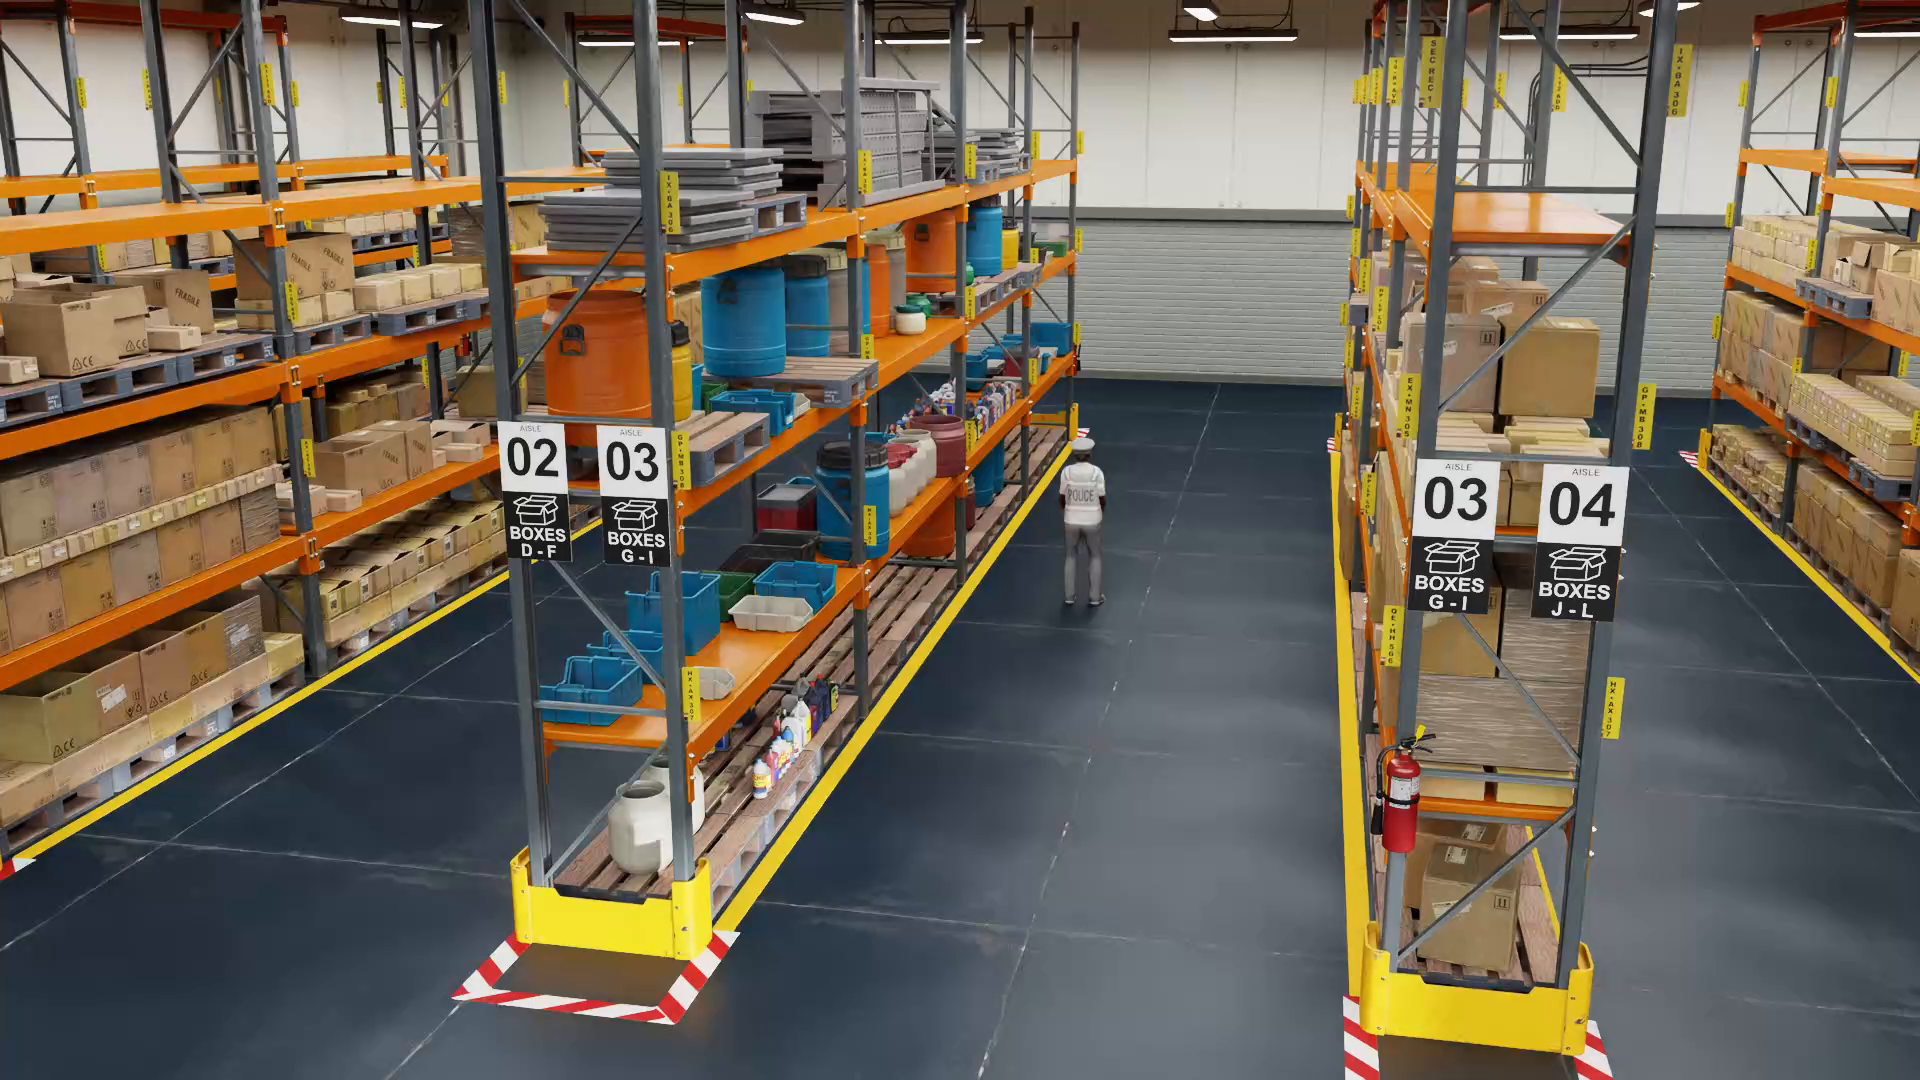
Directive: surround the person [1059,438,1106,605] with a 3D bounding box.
[{"bbox_3d":[1.229,-0.180,16.659,0.486,1.678,0.389,3,15,10],"label":"person"}]
